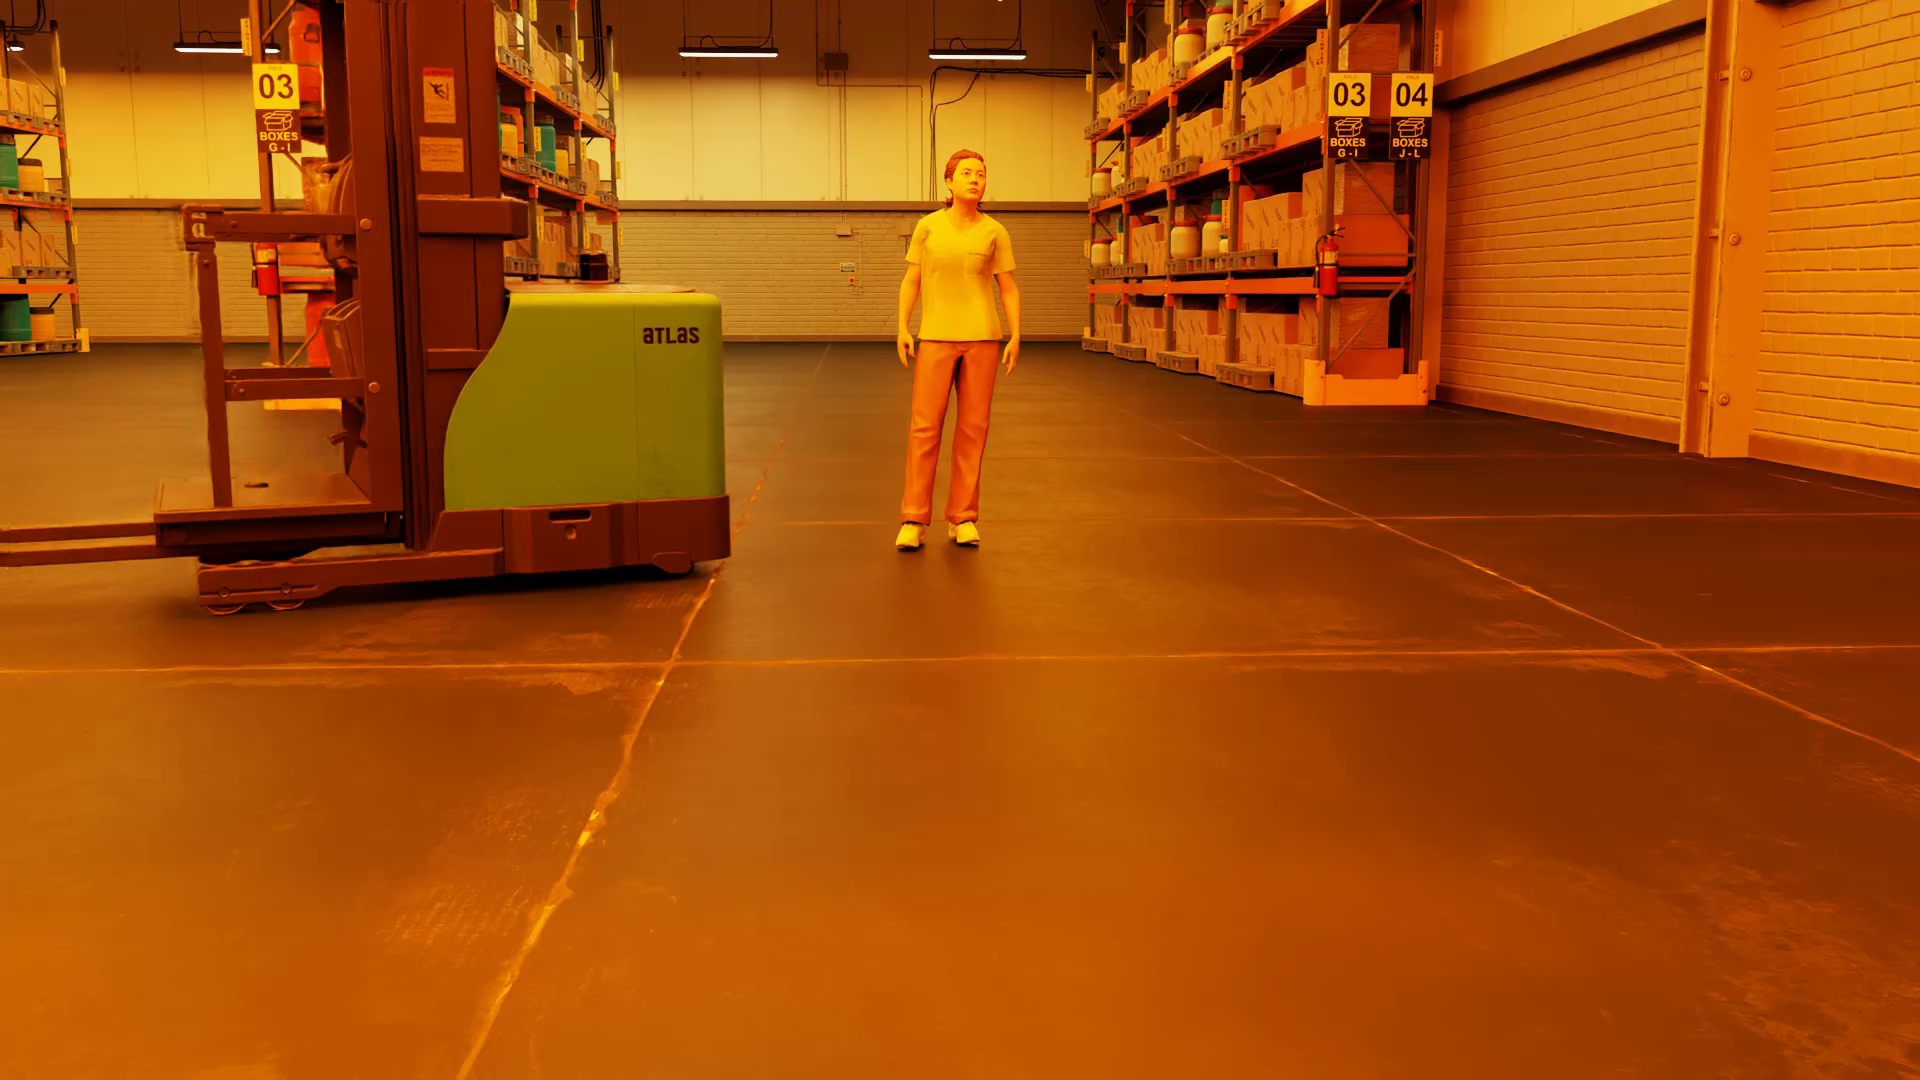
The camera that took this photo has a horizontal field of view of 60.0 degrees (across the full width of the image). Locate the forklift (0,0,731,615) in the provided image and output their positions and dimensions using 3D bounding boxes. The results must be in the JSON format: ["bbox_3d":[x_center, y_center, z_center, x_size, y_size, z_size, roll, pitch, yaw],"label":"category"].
[{"bbox_3d":[-2.445,-1.286,5.989,3.031,2.935,1.130,-4,9,-24],"label":"forklift"}]

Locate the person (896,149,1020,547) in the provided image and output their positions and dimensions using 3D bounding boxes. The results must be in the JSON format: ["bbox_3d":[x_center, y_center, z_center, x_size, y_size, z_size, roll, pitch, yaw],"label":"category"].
[{"bbox_3d":[-0.007,-0.825,7.112,0.553,1.673,0.548,-1,8,-4],"label":"person"}]
